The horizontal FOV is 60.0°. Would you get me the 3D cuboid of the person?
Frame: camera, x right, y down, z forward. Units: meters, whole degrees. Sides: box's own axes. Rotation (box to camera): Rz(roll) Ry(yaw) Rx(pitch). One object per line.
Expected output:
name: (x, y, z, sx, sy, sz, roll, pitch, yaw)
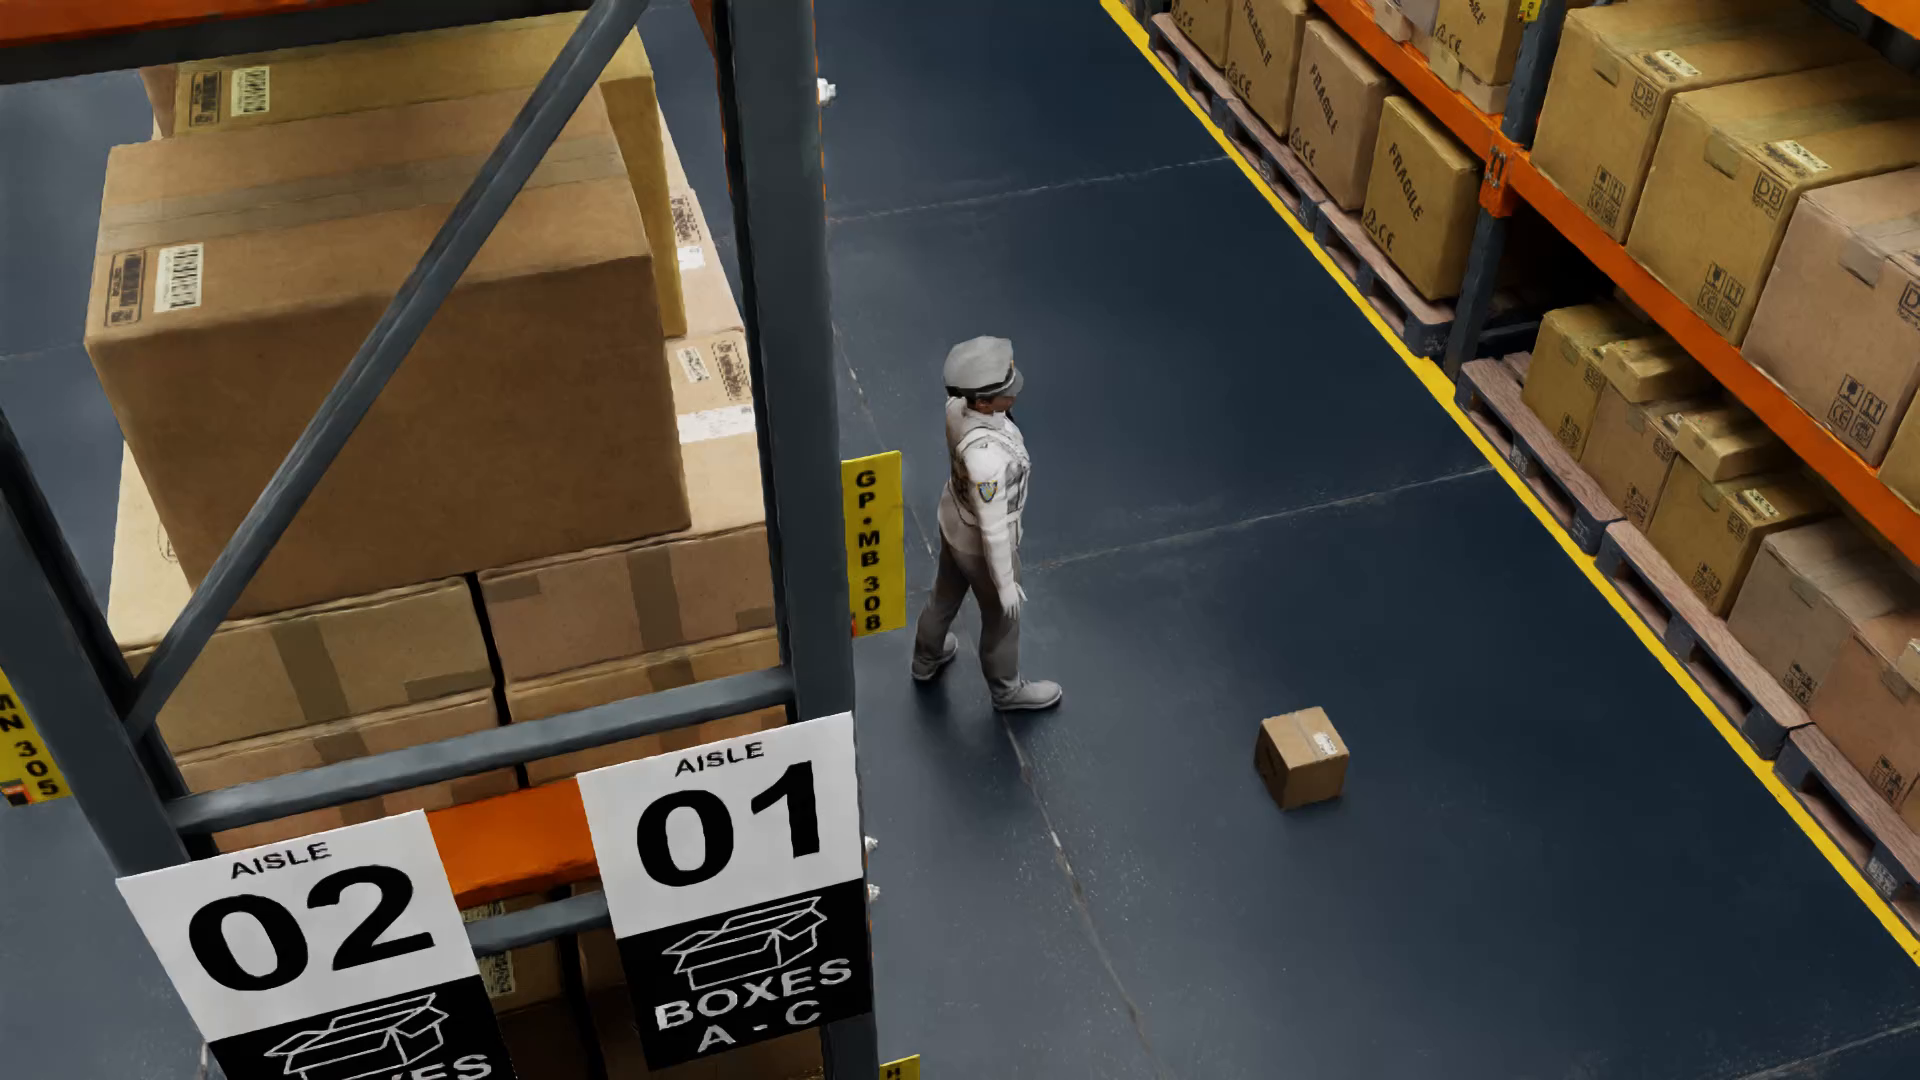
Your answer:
person: (0.108, -0.015, 6.141, 0.561, 1.666, 0.643, -10, 44, -11)
